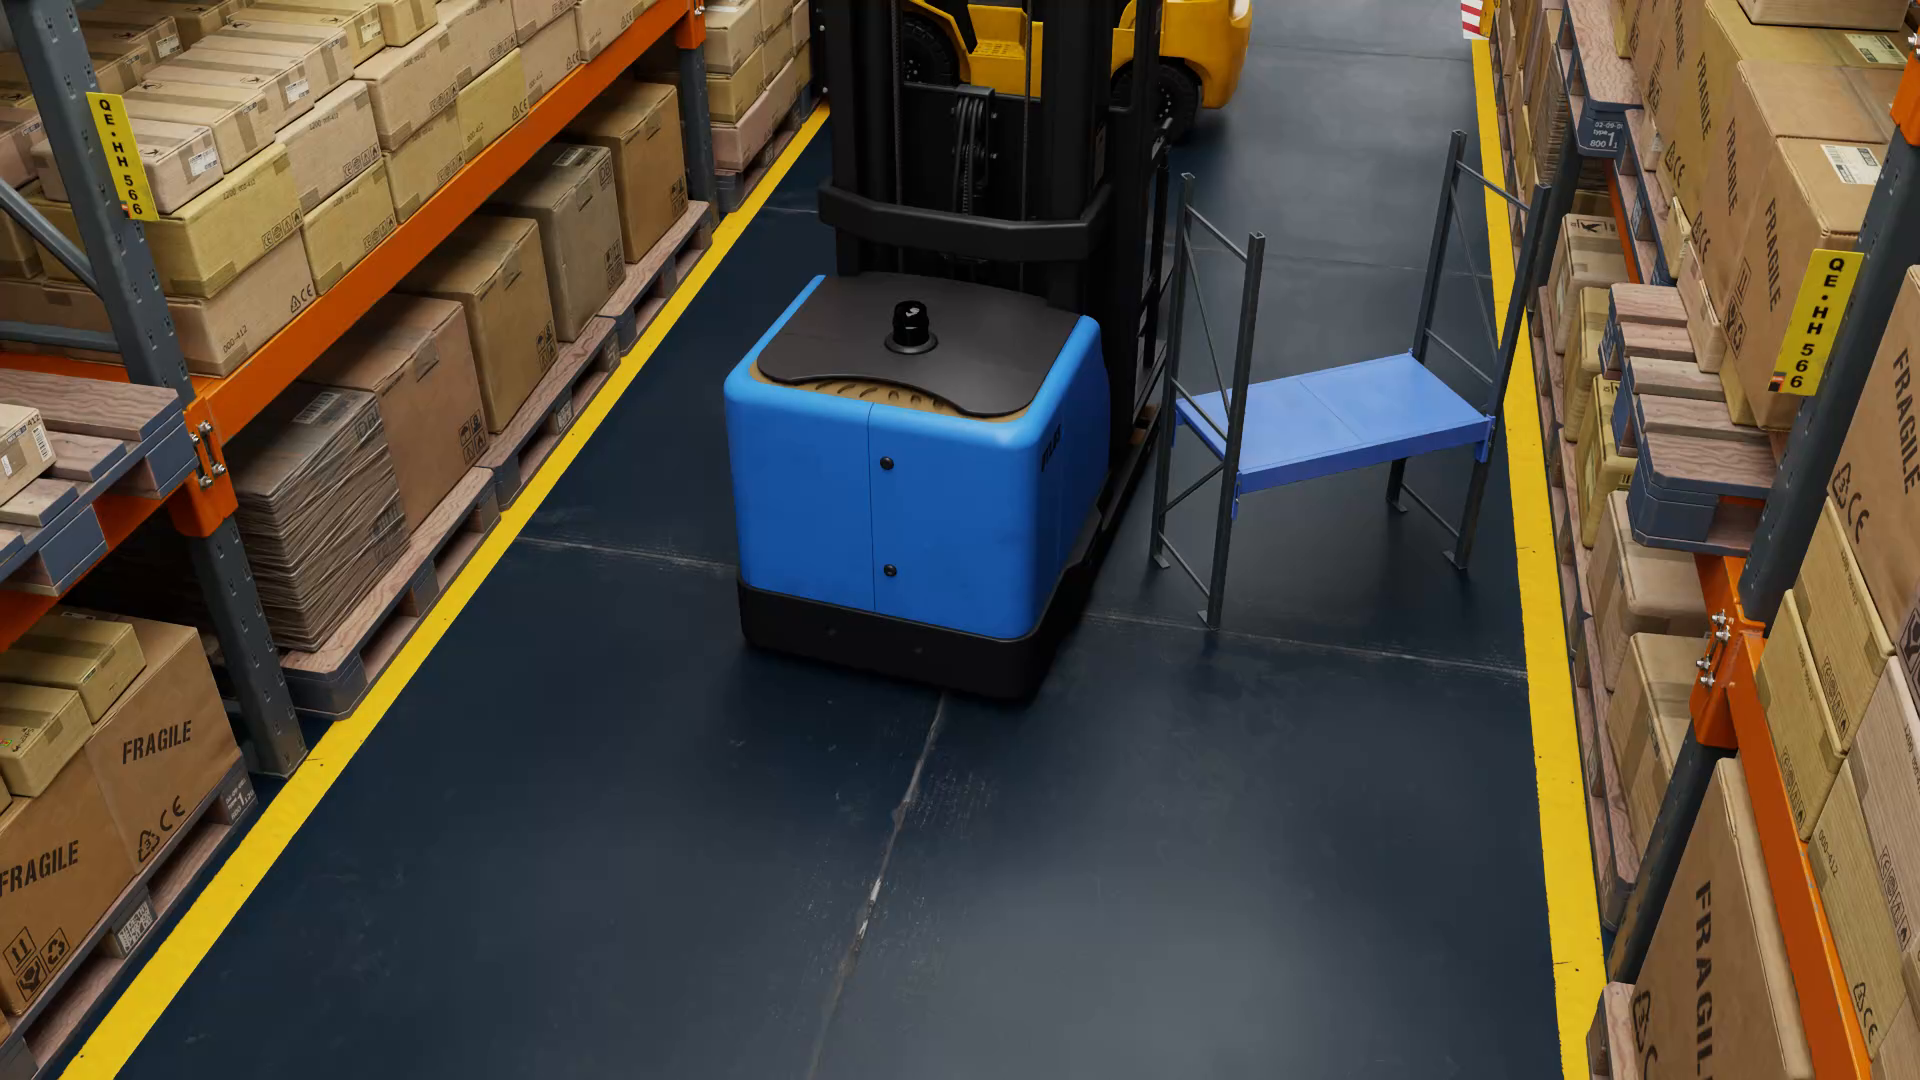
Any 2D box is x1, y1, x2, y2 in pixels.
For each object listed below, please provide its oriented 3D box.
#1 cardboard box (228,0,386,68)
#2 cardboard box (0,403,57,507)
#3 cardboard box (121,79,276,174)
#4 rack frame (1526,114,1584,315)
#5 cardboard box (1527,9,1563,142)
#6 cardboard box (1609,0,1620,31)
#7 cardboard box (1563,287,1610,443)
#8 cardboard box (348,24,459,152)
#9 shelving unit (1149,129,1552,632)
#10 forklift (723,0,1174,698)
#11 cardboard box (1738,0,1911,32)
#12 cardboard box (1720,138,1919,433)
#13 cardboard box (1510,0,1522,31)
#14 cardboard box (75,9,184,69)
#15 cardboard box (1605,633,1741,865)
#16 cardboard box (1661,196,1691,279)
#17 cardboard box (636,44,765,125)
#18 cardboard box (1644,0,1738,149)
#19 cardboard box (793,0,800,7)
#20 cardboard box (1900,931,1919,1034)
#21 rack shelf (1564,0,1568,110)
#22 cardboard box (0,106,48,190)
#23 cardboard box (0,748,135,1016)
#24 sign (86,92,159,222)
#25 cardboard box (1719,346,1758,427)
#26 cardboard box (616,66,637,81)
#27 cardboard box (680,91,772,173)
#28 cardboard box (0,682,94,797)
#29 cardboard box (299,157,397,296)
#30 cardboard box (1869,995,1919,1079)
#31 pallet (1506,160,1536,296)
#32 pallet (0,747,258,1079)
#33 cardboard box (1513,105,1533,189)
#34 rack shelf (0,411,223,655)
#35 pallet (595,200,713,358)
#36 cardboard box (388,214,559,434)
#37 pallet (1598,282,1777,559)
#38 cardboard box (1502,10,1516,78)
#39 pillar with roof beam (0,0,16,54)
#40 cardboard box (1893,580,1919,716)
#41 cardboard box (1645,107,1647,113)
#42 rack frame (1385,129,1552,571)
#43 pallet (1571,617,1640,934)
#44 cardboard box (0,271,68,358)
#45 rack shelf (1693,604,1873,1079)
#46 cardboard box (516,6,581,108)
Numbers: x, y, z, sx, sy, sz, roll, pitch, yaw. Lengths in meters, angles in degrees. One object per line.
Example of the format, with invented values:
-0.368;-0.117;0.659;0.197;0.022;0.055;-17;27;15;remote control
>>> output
-2.069;-1.610;5.278;0.380;0.149;0.250;8;37;10;cardboard box
-2.344;-0.202;3.829;0.380;0.149;0.250;8;37;11;cardboard box
-2.167;-1.161;4.657;0.380;0.149;0.250;8;37;11;cardboard box
3.126;-2.232;6.773;1.000;3.000;0.127;7;37;10;rack frame
3.097;-2.257;8.154;0.500;0.500;0.500;8;37;11;cardboard box
2.699;-2.023;6.341;0.380;0.149;0.250;8;37;11;cardboard box
2.866;-0.624;6.436;0.950;0.372;0.625;10;37;13;cardboard box
-2.007;-1.509;5.477;0.500;0.250;0.500;6;36;9;cardboard box
1.282;-0.531;5.705;1.048;1.500;0.538;-12;38;-17;shelving unit
0.196;-1.535;5.871;1.130;2.935;3.031;11;37;15;forklift
2.345;-1.505;4.522;0.380;0.149;0.250;6;36;8;cardboard box
2.097;-0.565;3.777;0.500;0.500;0.500;6;36;9;cardboard box
3.426;-3.143;9.377;0.500;0.500;0.500;6;36;8;cardboard box
-2.661;-1.528;5.164;0.380;0.149;0.250;7;36;9;cardboard box
2.402;0.633;4.702;0.950;0.372;0.625;5;36;7;cardboard box
2.215;-0.840;4.709;0.380;0.149;0.250;8;37;11;cardboard box
-1.319;-2.349;8.495;0.500;0.250;0.500;7;37;10;cardboard box
2.421;-1.465;5.019;0.500;0.500;0.500;6;36;8;cardboard box
-1.100;-3.130;9.145;0.500;0.250;0.500;9;37;12;cardboard box
1.692;0.760;2.347;0.500;0.250;0.500;7;37;10;cardboard box
3.553;-3.087;8.566;1.077;0.370;4.000;7;37;10;rack shelf
-2.707;-1.073;4.537;0.380;0.149;0.250;8;37;11;cardboard box
-2.576;0.839;4.309;0.500;0.500;0.500;7;36;9;cardboard box
-2.046;-0.933;4.061;0.100;0.325;0.005;7;37;10;sign
2.098;-0.387;4.084;0.380;0.149;0.250;8;37;11;cardboard box
-1.820;-2.416;8.586;0.500;0.250;0.500;7;36;9;cardboard box
-1.297;-2.144;8.638;0.500;0.250;0.500;8;37;10;cardboard box
-2.464;0.496;4.229;0.380;0.149;0.250;6;36;8;cardboard box
-2.133;-1.009;5.214;0.500;0.250;0.500;7;36;9;cardboard box
1.711;0.968;2.486;0.500;0.250;0.500;8;37;12;cardboard box
3.235;-1.492;8.129;1.003;0.211;1.213;7;37;10;pallet
-2.775;0.994;4.699;1.003;0.211;1.213;7;37;10;pallet
3.094;-1.967;8.394;0.500;0.250;0.500;6;36;9;cardboard box
-3.006;0.880;3.093;1.077;0.370;4.000;7;37;10;rack shelf
-1.843;-1.295;7.857;1.003;0.211;1.213;7;37;10;pallet
-2.156;-0.884;6.580;0.875;0.625;0.625;6;36;8;cardboard box
2.320;-0.283;4.247;1.213;0.211;1.003;7;37;10;pallet
3.421;-2.862;9.628;0.500;0.250;0.500;9;37;12;cardboard box
1.025;-3.308;3.146;9.100;9.000;0.400;7;37;10;pillar with roof beam
1.831;0.154;2.544;0.500;0.500;0.500;7;37;10;cardboard box
2.501;-1.425;5.516;0.380;0.149;0.250;8;37;10;cardboard box
1.758;-0.636;5.849;0.032;1.500;0.500;-12;38;-17;rack frame
2.440;0.743;5.045;1.003;0.211;1.213;7;37;10;pallet
-2.732;-0.787;4.908;0.500;0.250;0.500;7;36;9;cardboard box
1.844;1.500;2.238;1.077;0.370;4.000;7;37;10;rack shelf
-1.814;-1.899;6.442;0.500;0.250;0.500;8;37;10;cardboard box
